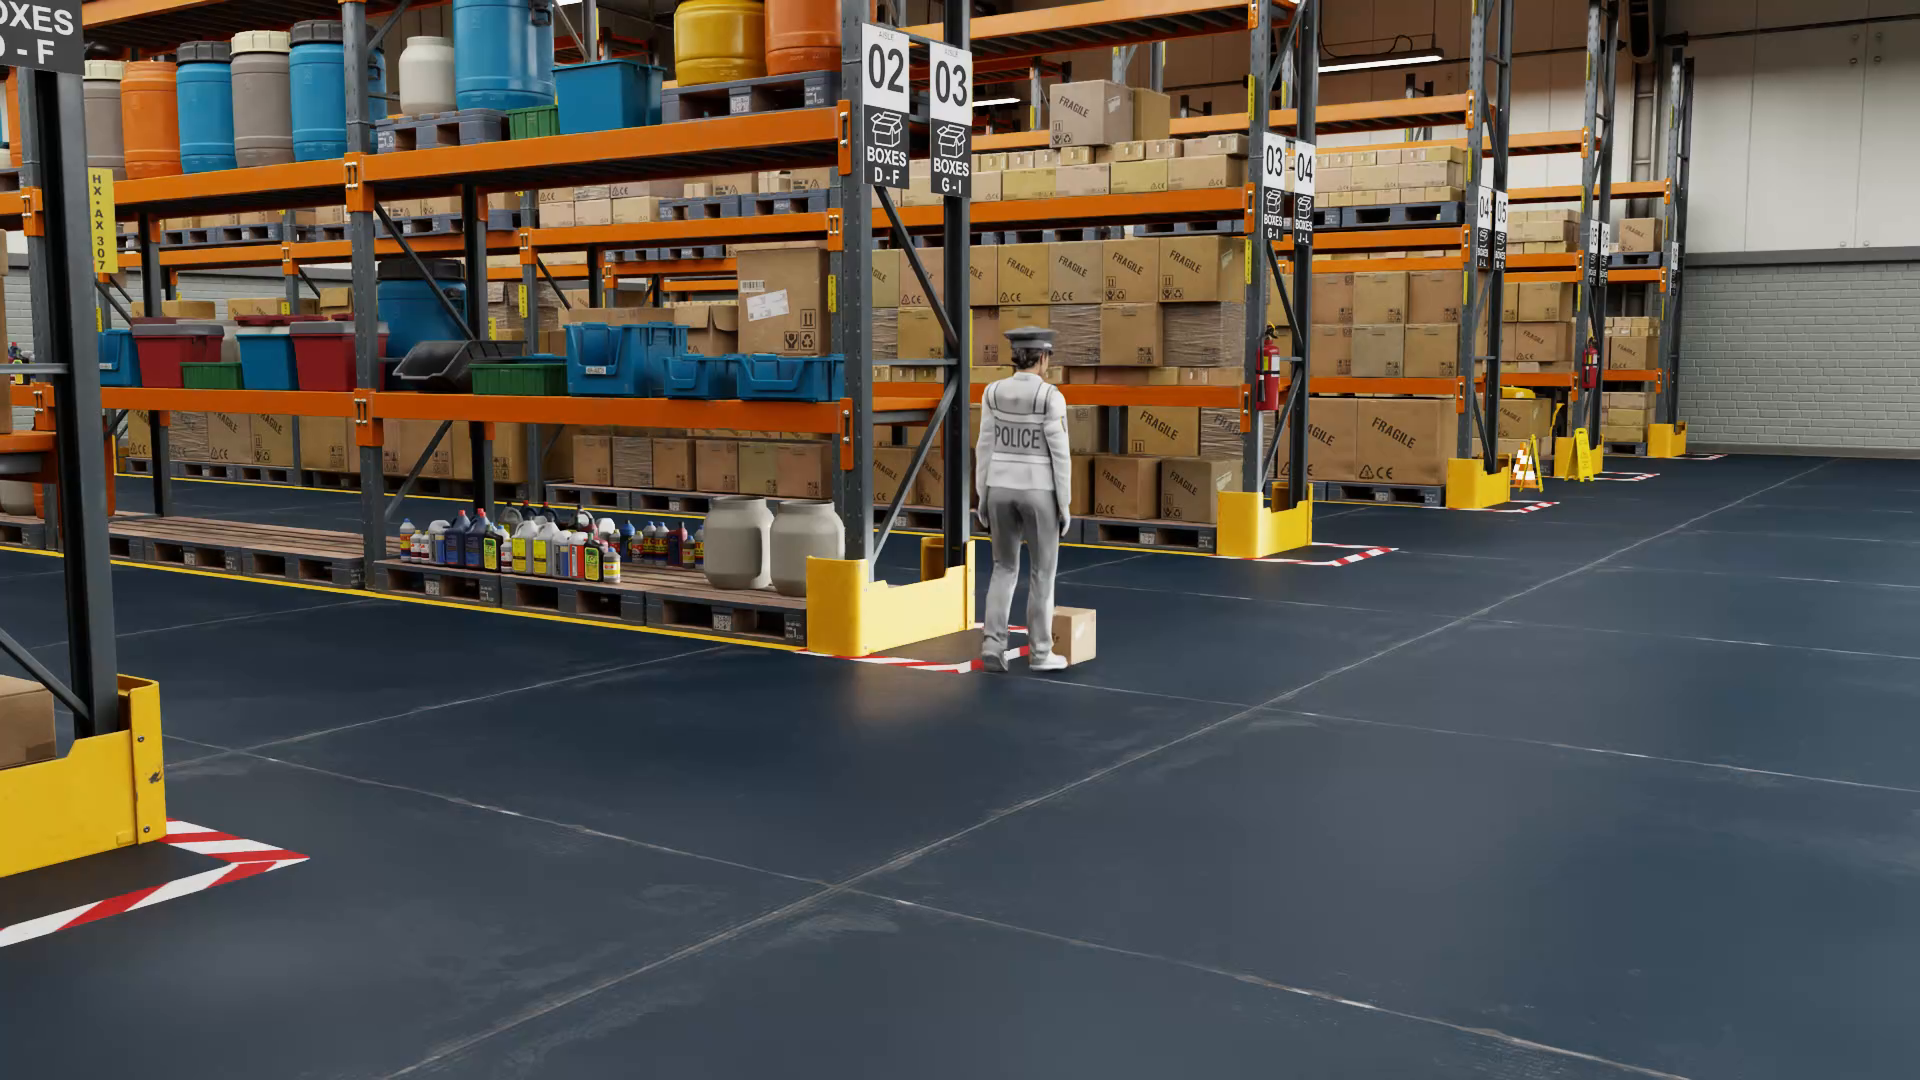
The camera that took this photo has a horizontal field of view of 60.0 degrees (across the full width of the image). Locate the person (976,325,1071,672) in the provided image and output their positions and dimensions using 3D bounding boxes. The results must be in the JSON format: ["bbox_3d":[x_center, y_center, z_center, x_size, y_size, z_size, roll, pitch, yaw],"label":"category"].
[{"bbox_3d":[0.339,-0.175,8.037,0.508,1.708,0.426,3,7,27],"label":"person"}]
